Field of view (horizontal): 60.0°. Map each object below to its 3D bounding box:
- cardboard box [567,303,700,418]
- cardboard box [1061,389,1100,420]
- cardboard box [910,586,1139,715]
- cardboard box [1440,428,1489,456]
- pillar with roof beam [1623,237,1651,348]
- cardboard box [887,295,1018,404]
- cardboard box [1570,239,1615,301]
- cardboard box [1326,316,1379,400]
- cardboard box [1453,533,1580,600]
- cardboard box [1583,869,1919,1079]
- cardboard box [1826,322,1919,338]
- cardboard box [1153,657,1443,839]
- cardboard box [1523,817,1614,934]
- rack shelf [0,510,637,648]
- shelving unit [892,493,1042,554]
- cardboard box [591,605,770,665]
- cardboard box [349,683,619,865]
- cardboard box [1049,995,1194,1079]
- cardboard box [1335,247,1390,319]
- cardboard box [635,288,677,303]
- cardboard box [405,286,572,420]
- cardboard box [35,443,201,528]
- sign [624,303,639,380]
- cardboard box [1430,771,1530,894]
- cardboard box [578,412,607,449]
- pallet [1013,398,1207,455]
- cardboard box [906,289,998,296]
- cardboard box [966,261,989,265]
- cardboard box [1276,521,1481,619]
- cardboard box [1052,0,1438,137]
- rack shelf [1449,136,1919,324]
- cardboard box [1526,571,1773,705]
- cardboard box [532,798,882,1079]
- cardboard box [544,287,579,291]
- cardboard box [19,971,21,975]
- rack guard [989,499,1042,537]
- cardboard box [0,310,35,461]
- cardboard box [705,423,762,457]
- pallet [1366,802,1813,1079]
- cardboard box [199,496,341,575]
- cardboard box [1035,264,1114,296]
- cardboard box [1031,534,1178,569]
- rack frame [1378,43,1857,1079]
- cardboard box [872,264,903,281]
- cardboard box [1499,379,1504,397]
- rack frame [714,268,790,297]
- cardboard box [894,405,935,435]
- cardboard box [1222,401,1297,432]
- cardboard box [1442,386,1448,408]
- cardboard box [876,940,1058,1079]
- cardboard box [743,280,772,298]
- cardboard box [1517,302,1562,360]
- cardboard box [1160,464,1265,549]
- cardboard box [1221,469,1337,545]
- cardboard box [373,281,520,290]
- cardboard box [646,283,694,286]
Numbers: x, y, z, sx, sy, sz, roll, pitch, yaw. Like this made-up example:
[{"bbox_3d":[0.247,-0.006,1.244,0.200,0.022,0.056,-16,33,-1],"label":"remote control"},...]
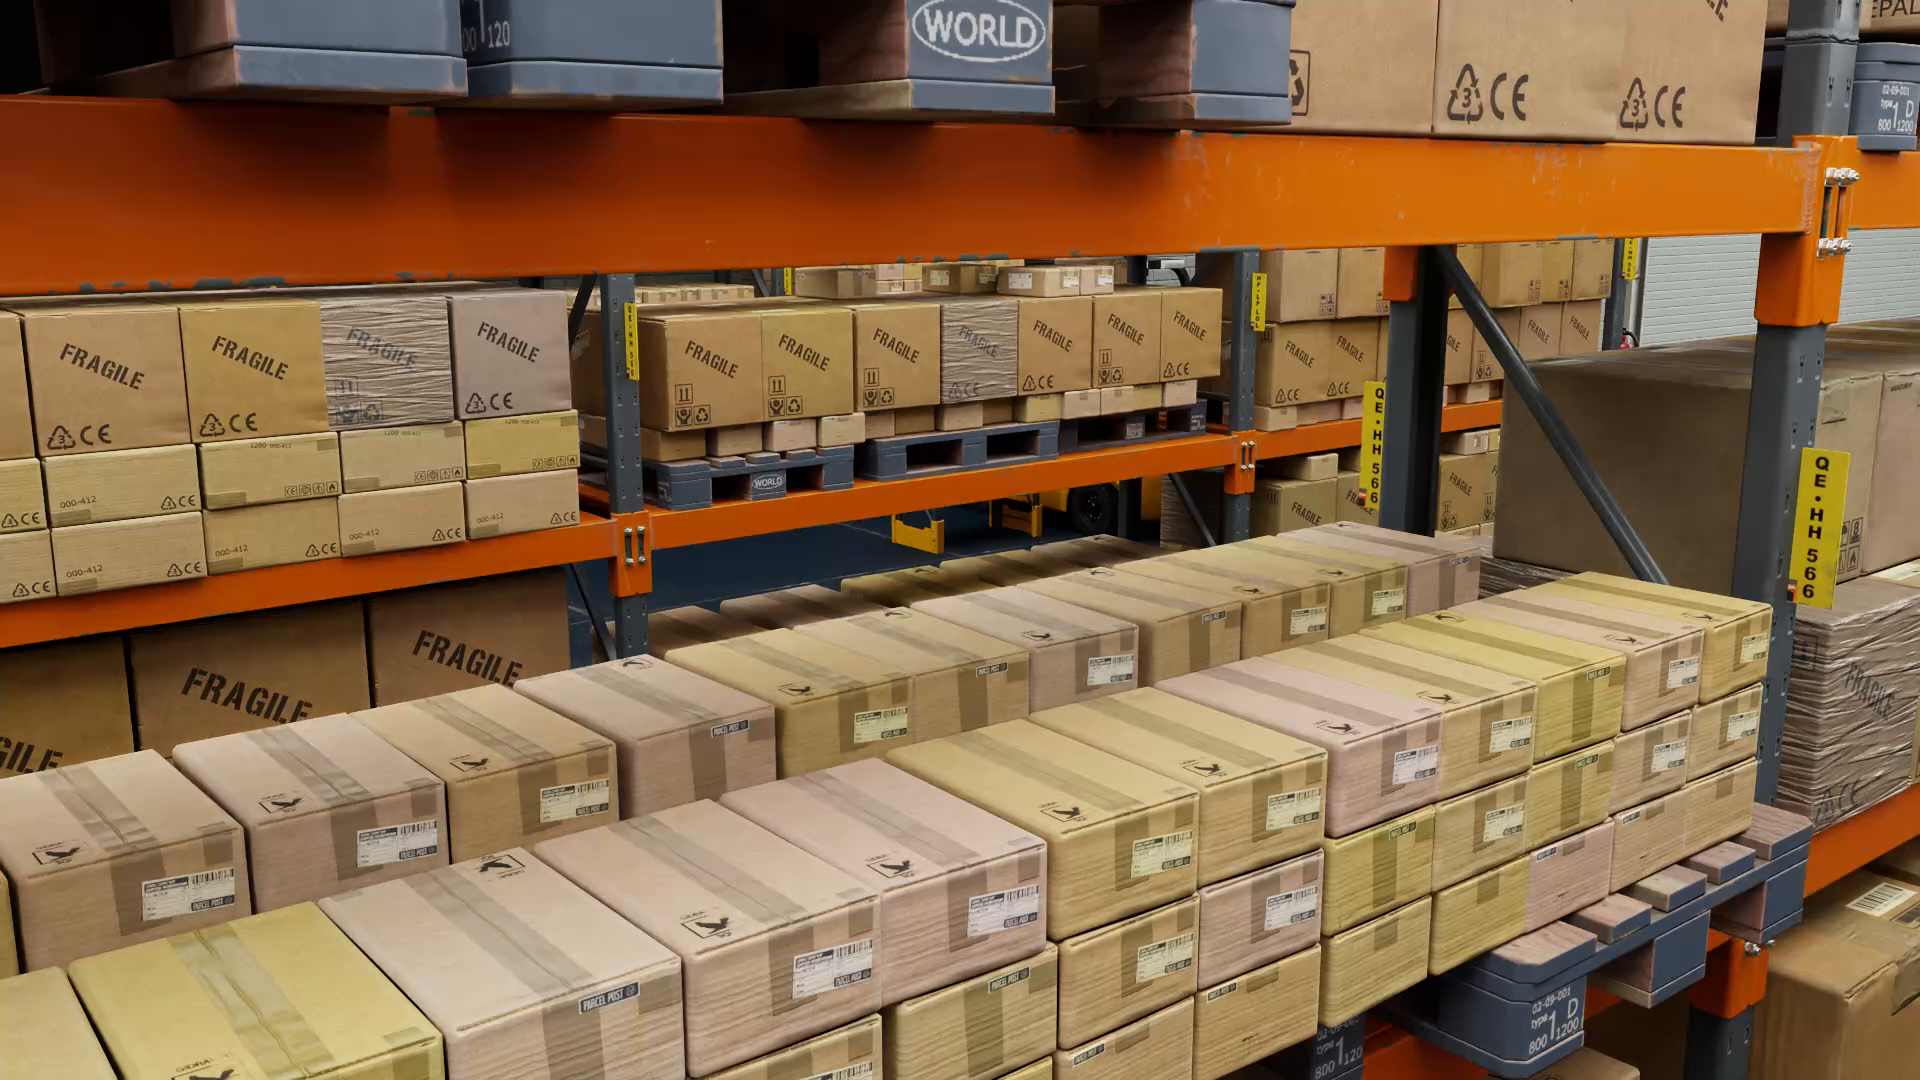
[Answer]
[{"bbox_3d":[-1.574,-0.877,8.068,0.500,0.500,0.500,-10,16,-39],"label":"cardboard box"},{"bbox_3d":[0.546,-0.759,9.073,0.250,0.149,0.380,-9,15,-37],"label":"cardboard box"},{"bbox_3d":[0.114,0.208,3.089,0.250,0.149,0.380,-9,15,-35],"label":"cardboard box"},{"bbox_3d":[3.379,-0.685,11.373,0.250,0.149,0.380,-9,15,-35],"label":"cardboard box"},{"bbox_3d":[12.340,-6.065,20.025,0.400,9.000,9.100,-9,15,-38],"label":"pillar with roof beam"},{"bbox_3d":[-0.051,-0.996,8.629,0.500,0.500,0.500,-10,16,-40],"label":"cardboard box"},{"bbox_3d":[4.229,-1.993,11.927,0.500,0.500,0.700,-10,16,-39],"label":"cardboard box"},{"bbox_3d":[2.263,-1.167,10.446,0.500,0.500,0.500,-10,15,-38],"label":"cardboard box"},{"bbox_3d":[1.600,0.266,4.414,0.500,0.500,0.500,-9,15,-38],"label":"cardboard box"},{"bbox_3d":[1.947,1.248,4.437,0.750,0.750,1.050,-10,15,-38],"label":"cardboard box"},{"bbox_3d":[2.965,-0.377,5.034,0.500,0.500,0.700,-10,15,-38],"label":"cardboard box"},{"bbox_3d":[0.519,0.313,2.594,0.250,0.149,0.380,-9,15,-38],"label":"cardboard box"},{"bbox_3d":[0.922,0.538,2.966,0.250,0.149,0.380,-9,15,-37],"label":"cardboard box"},{"bbox_3d":[-3.317,0.239,6.515,4.000,0.370,1.077,-9,15,-38],"label":"rack shelf"},{"bbox_3d":[0.060,-0.744,13.020,1.083,1.500,0.587,-9,15,-38],"label":"shelving unit"},{"bbox_3d":[-1.308,0.636,8.230,0.625,0.372,0.950,-11,16,-41],"label":"cardboard box"},{"bbox_3d":[-0.705,0.345,2.444,0.250,0.149,0.380,-10,16,-39],"label":"cardboard box"},{"bbox_3d":[0.102,0.674,2.325,0.250,0.149,0.380,-10,16,-40],"label":"cardboard box"},{"bbox_3d":[2.259,-1.660,10.361,0.500,0.500,0.700,-9,15,-37],"label":"cardboard box"},{"bbox_3d":[-2.401,-1.867,12.897,0.250,0.149,0.380,-10,16,-39],"label":"cardboard box"},{"bbox_3d":[-1.996,-0.801,7.033,0.500,0.500,0.500,-10,16,-39],"label":"cardboard box"},{"bbox_3d":[-3.165,-0.236,6.174,0.500,0.250,0.500,-10,16,-39],"label":"cardboard box"},{"bbox_3d":[-1.406,-0.850,7.121,0.005,0.325,0.100,-9,15,-38],"label":"sign"},{"bbox_3d":[0.708,0.429,2.766,0.250,0.149,0.380,-9,15,-38],"label":"cardboard box"},{"bbox_3d":[-1.647,-0.536,8.025,0.250,0.149,0.380,-9,15,-36],"label":"cardboard box"},{"bbox_3d":[0.680,-0.722,9.771,1.213,0.211,1.003,-9,15,-38],"label":"pallet"},{"bbox_3d":[0.037,-1.150,9.357,0.500,0.500,0.500,-10,15,-38],"label":"cardboard box"},{"bbox_3d":[0.045,-2.447,14.910,0.250,0.149,0.380,-9,15,-37],"label":"cardboard box"},{"bbox_3d":[0.930,0.073,3.727,0.250,0.149,0.380,-9,15,-38],"label":"cardboard box"},{"bbox_3d":[0.353,-0.853,2.461,0.500,0.500,0.500,-9,15,-38],"label":"cardboard box"},{"bbox_3d":[2.977,-0.958,4.929,4.000,0.370,1.077,-9,15,-38],"label":"rack shelf"},{"bbox_3d":[1.319,0.181,3.215,0.250,0.149,0.380,-10,16,-40],"label":"cardboard box"},{"bbox_3d":[-0.301,0.451,1.947,0.250,0.149,0.380,-10,15,-38],"label":"cardboard box"},{"bbox_3d":[-3.173,-1.895,13.029,0.250,0.149,0.380,-10,15,-38],"label":"cardboard box"},{"bbox_3d":[-1.120,0.558,2.156,0.250,0.149,0.380,-9,15,-35],"label":"cardboard box"},{"bbox_3d":[0.448,-0.197,13.454,0.087,0.250,0.587,-9,15,-38],"label":"rack guard"},{"bbox_3d":[-3.583,-0.537,5.790,0.500,0.500,0.500,-10,16,-39],"label":"cardboard box"},{"bbox_3d":[-1.144,-0.499,7.849,0.250,0.149,0.380,-11,16,-41],"label":"cardboard box"},{"bbox_3d":[0.926,0.621,3.447,1.003,0.211,1.213,-9,15,-38],"label":"pallet"},{"bbox_3d":[-2.781,-0.060,6.551,0.500,0.250,0.500,-10,15,-38],"label":"cardboard box"},{"bbox_3d":[0.619,-1.421,9.069,0.250,0.149,0.380,-10,16,-39],"label":"cardboard box"},{"bbox_3d":[0.960,0.257,10.014,0.625,0.372,0.950,-9,15,-37],"label":"cardboard box"},{"bbox_3d":[1.416,0.417,3.944,0.127,3.000,1.000,-9,15,-38],"label":"rack frame"},{"bbox_3d":[-0.695,-2.301,14.226,0.250,0.149,0.380,-9,15,-36],"label":"cardboard box"},{"bbox_3d":[3.809,-1.086,11.625,0.250,0.149,0.380,-9,15,-37],"label":"cardboard box"},{"bbox_3d":[-1.736,-1.696,13.896,0.127,3.000,1.000,-9,15,-38],"label":"rack frame"},{"bbox_3d":[-0.338,-0.646,8.543,0.250,0.149,0.380,-9,15,-35],"label":"cardboard box"},{"bbox_3d":[1.814,-0.758,10.081,0.250,0.149,0.380,-10,15,-38],"label":"cardboard box"},{"bbox_3d":[2.998,-0.959,11.031,0.250,0.149,0.380,-10,15,-38],"label":"cardboard box"},{"bbox_3d":[-0.091,0.560,2.146,0.250,0.149,0.380,-10,15,-39],"label":"cardboard box"},{"bbox_3d":[-1.645,-2.146,14.211,0.250,0.149,0.380,-10,15,-38],"label":"cardboard box"},{"bbox_3d":[3.846,-1.426,11.666,0.500,0.500,0.500,-9,15,-38],"label":"cardboard box"},{"bbox_3d":[1.662,-0.239,10.838,0.500,0.500,0.500,-10,15,-38],"label":"cardboard box"},{"bbox_3d":[1.997,-0.152,10.426,0.500,0.500,0.500,-9,15,-35],"label":"cardboard box"},{"bbox_3d":[-2.293,-0.886,7.434,0.500,0.500,0.500,-10,16,-40],"label":"cardboard box"},{"bbox_3d":[-2.387,-2.026,13.644,0.250,0.149,0.380,-10,16,-40],"label":"cardboard box"}]
